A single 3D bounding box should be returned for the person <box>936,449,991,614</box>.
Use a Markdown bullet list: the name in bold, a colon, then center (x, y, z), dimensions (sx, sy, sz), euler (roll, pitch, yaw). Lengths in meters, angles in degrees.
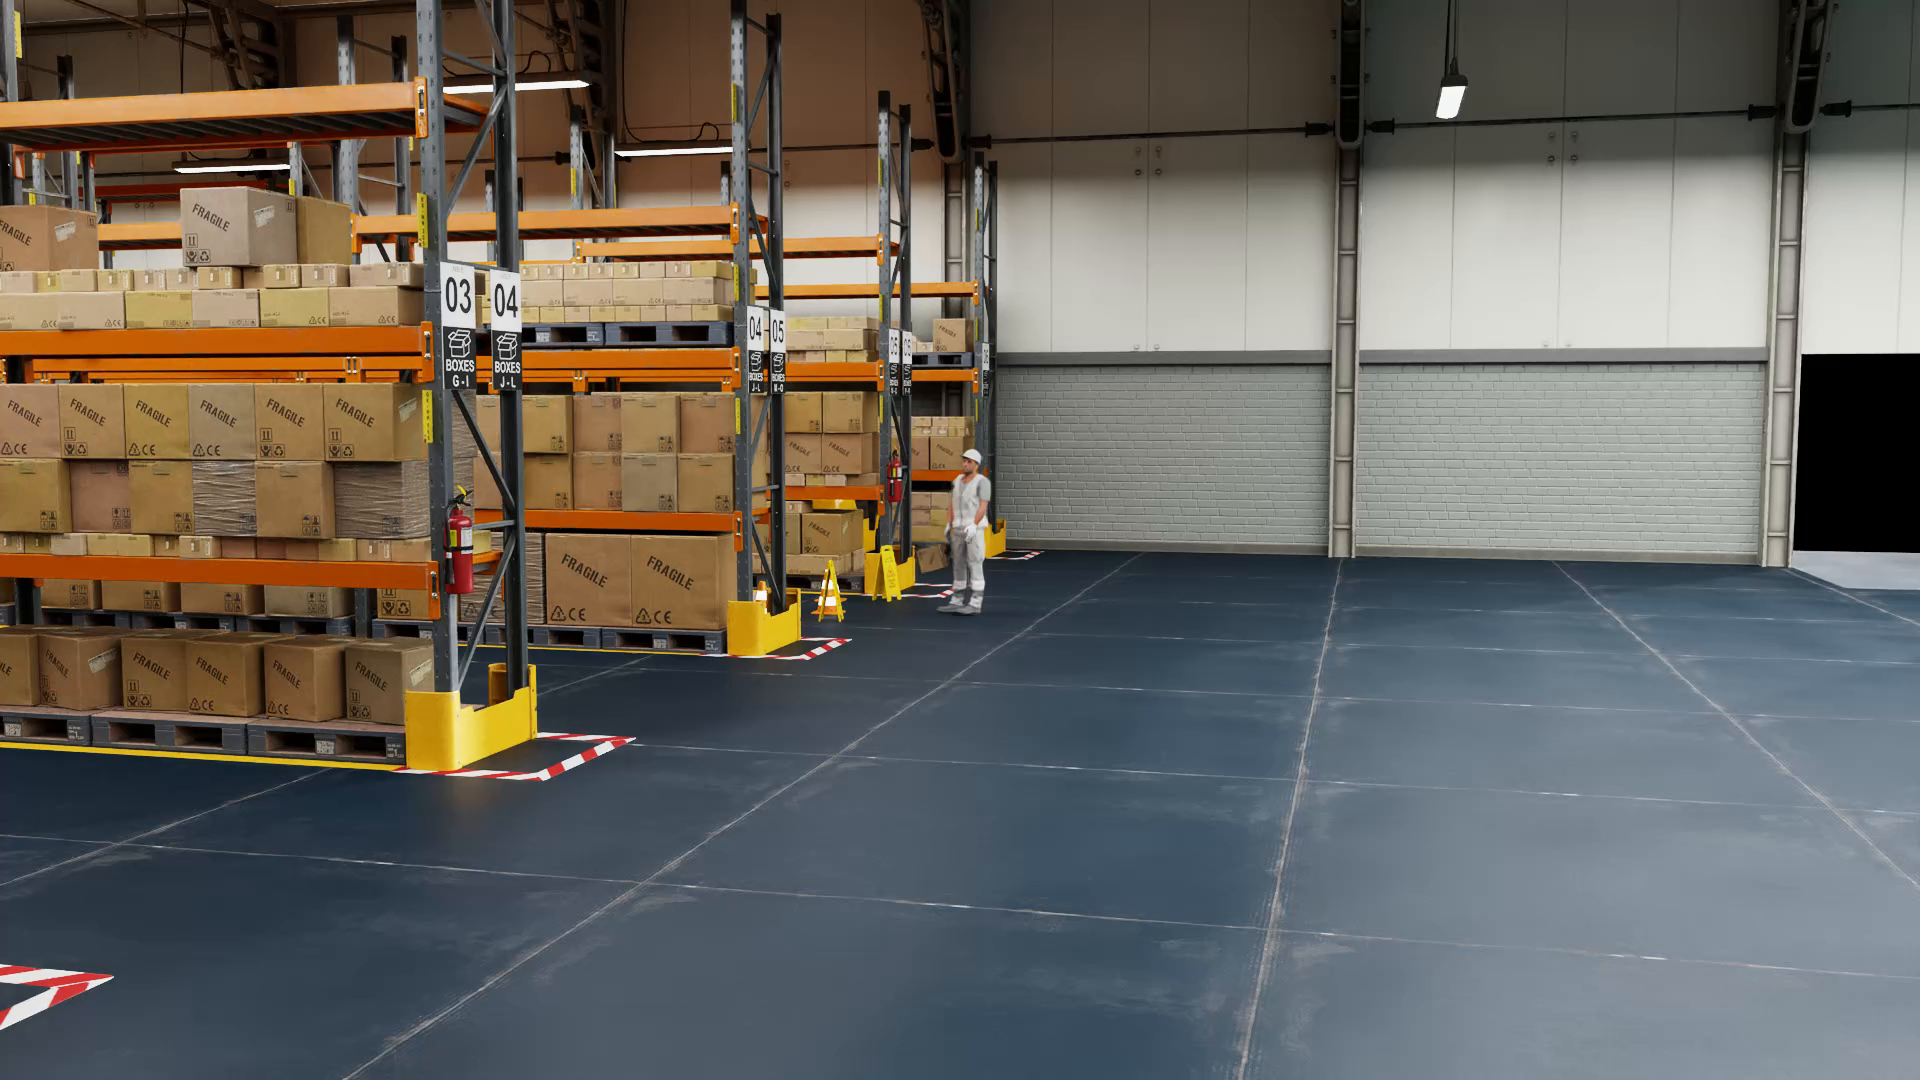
- **person**: center (0.042, -0.094, 18.170), dimensions (0.563, 1.802, 0.436), euler (4, 6, 39)
